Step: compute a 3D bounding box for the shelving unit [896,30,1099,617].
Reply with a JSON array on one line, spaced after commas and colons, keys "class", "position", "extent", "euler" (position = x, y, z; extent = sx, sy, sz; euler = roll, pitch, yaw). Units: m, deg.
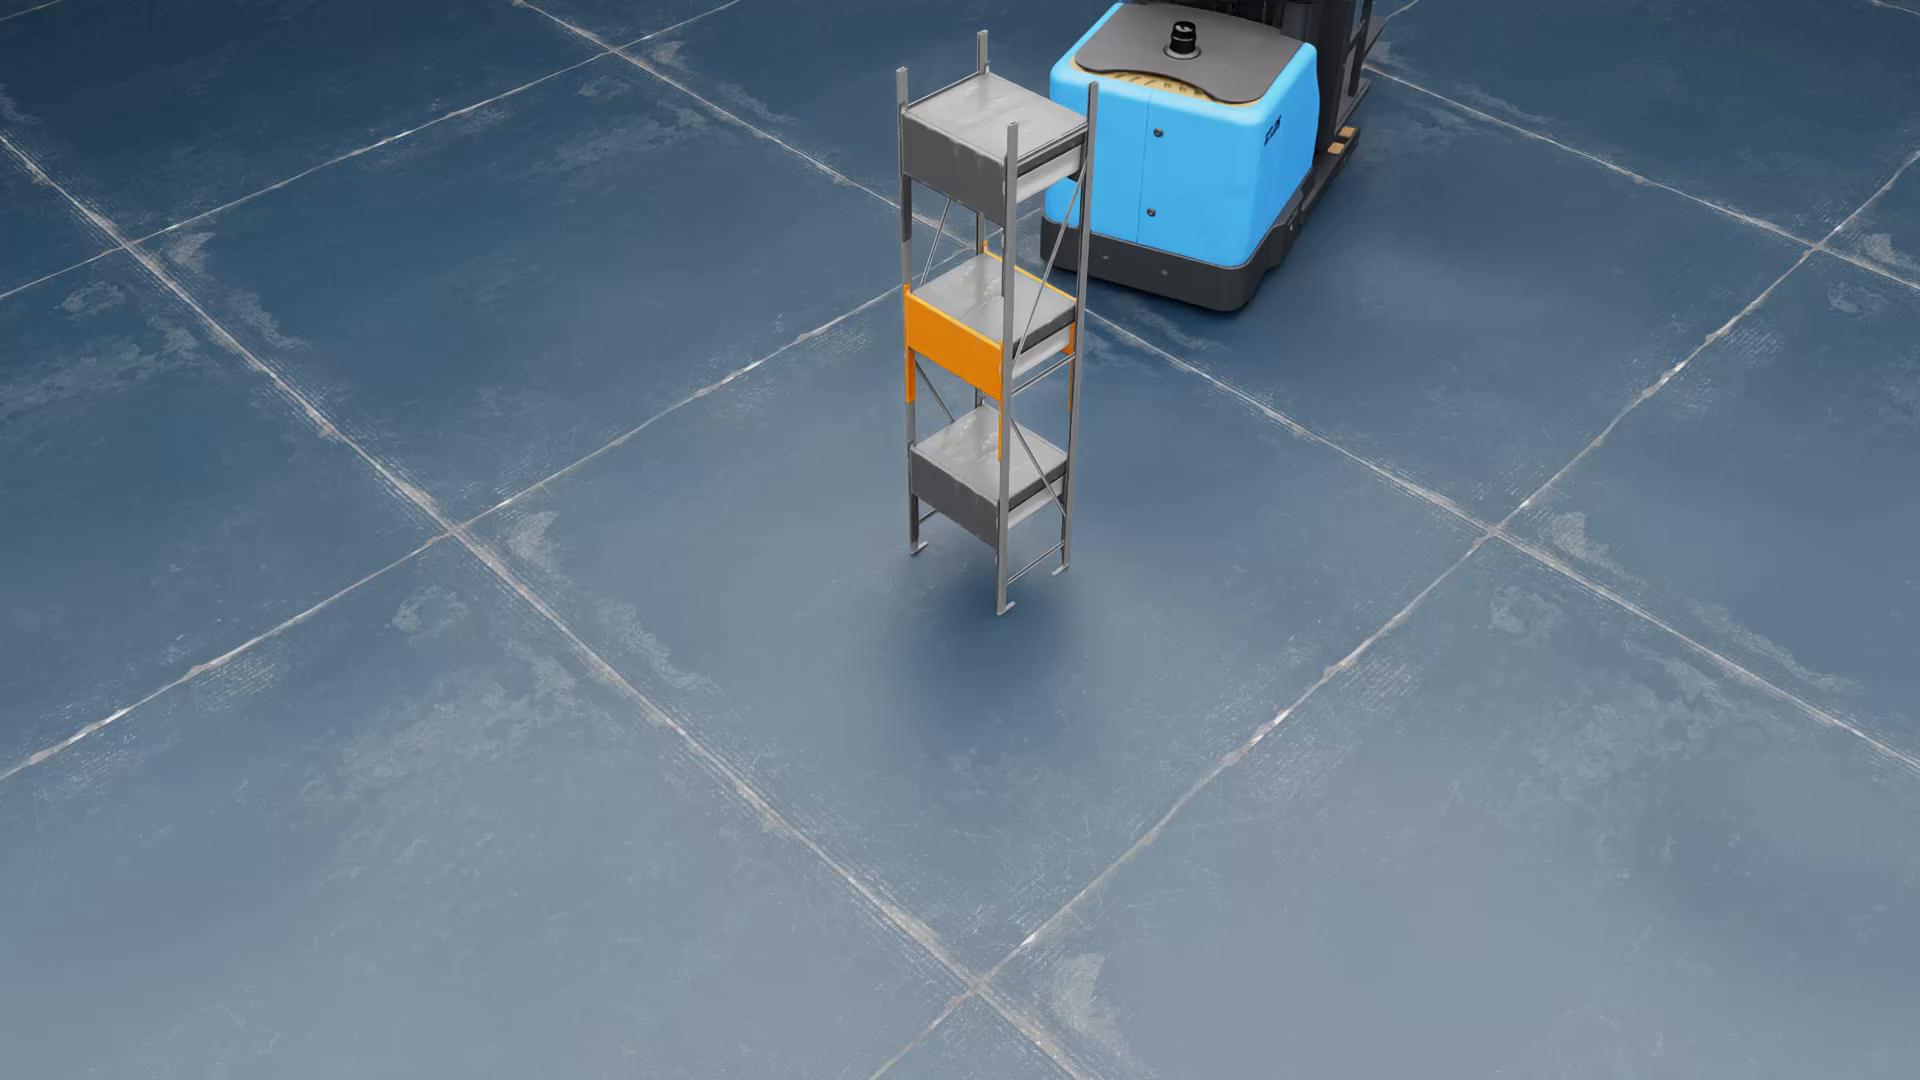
[{"class": "shelving unit", "position": [0.117, -0.692, 5.951], "extent": [0.431, 2.100, 0.503], "euler": [-34, 53, -31]}]

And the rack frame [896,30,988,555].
[{"class": "rack frame", "position": [-0.055, -0.809, 6.078], "extent": [0.400, 2.100, 0.015], "euler": [-34, 53, -31]}]

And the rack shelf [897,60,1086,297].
[{"class": "rack shelf", "position": [0.117, -1.196, 5.486], "extent": [0.431, 0.518, 0.480], "euler": [-34, 53, -31]}]

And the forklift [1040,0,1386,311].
[{"class": "forklift", "position": [1.506, -3.149, 7.999], "extent": [1.130, 2.935, 3.031], "euler": [19, 46, 19]}]

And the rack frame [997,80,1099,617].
[{"class": "rack frame", "position": [0.289, -0.574, 5.824], "extent": [0.400, 2.100, 0.015], "euler": [-34, 53, -31]}]

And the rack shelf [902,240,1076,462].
[{"class": "rack shelf", "position": [0.117, -0.682, 5.961], "extent": [0.431, 0.518, 0.480], "euler": [-34, 53, -31]}]

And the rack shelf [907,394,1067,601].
[{"class": "rack shelf", "position": [0.117, -0.168, 6.436], "extent": [0.431, 0.518, 0.480], "euler": [-34, 53, -31]}]
